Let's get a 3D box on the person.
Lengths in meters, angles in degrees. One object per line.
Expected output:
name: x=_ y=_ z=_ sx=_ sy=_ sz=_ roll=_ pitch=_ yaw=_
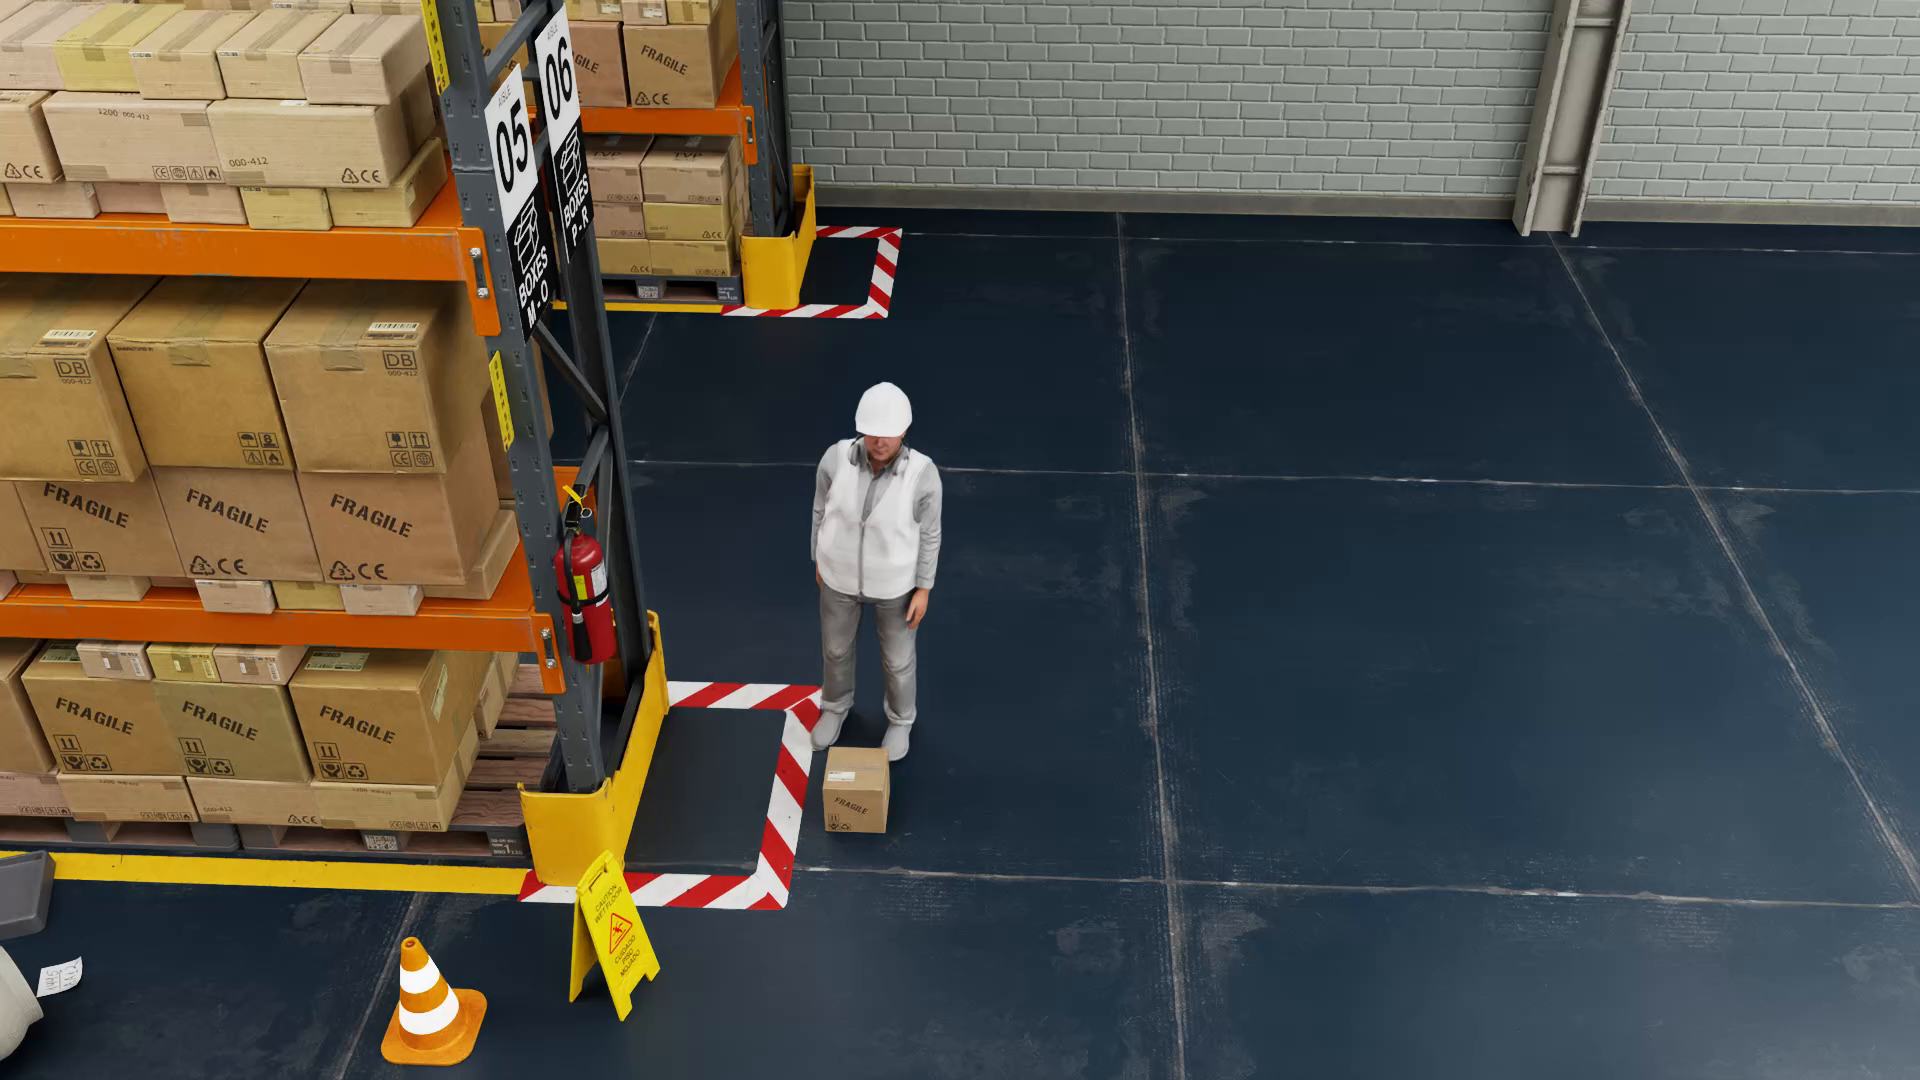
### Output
person: x=-0.367 y=0.151 z=6.884 sx=0.592 sy=1.780 sz=0.363 roll=5 pitch=36 yaw=7
